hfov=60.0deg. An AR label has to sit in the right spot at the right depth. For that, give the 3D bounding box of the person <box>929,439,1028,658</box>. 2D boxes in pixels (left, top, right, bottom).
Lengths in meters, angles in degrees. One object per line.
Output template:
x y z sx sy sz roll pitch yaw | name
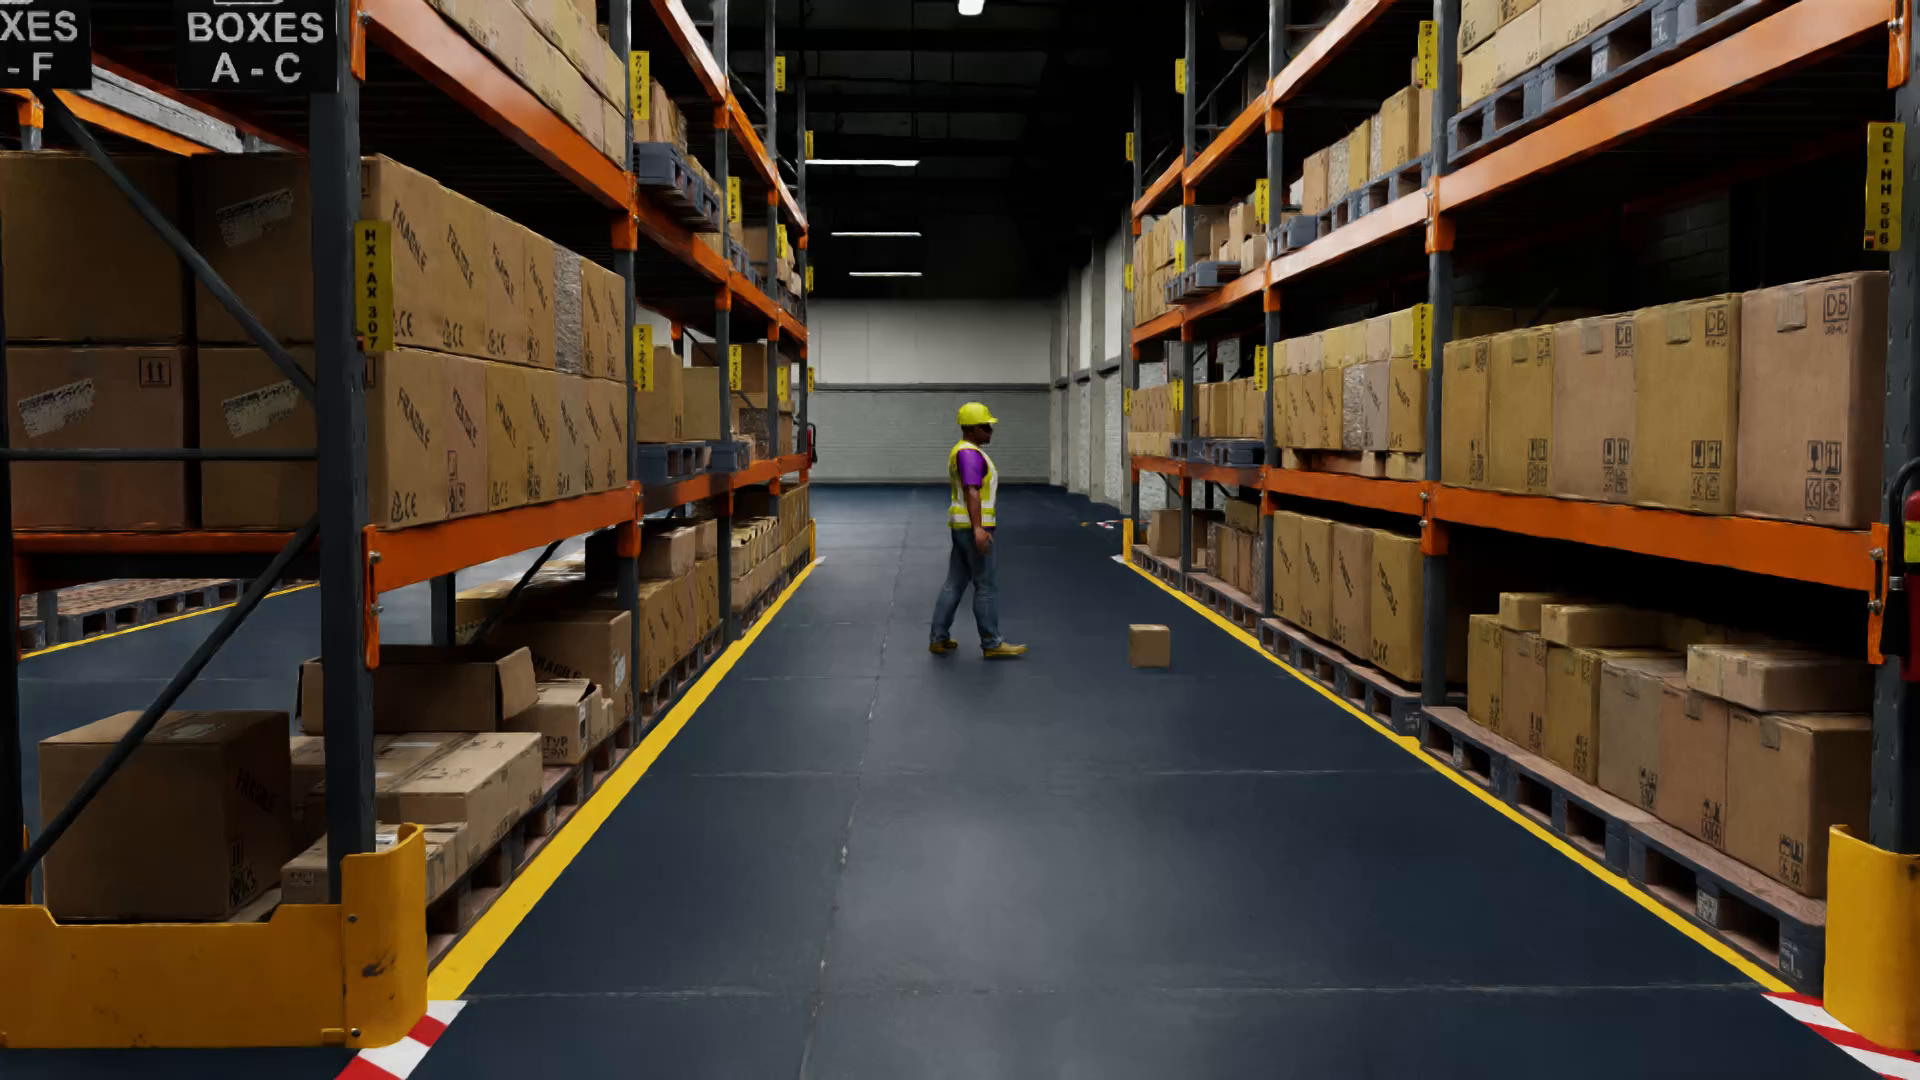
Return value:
-8.318 -1.053 15.721 15.738 3.191 11.725 -1 4 -10 | person
